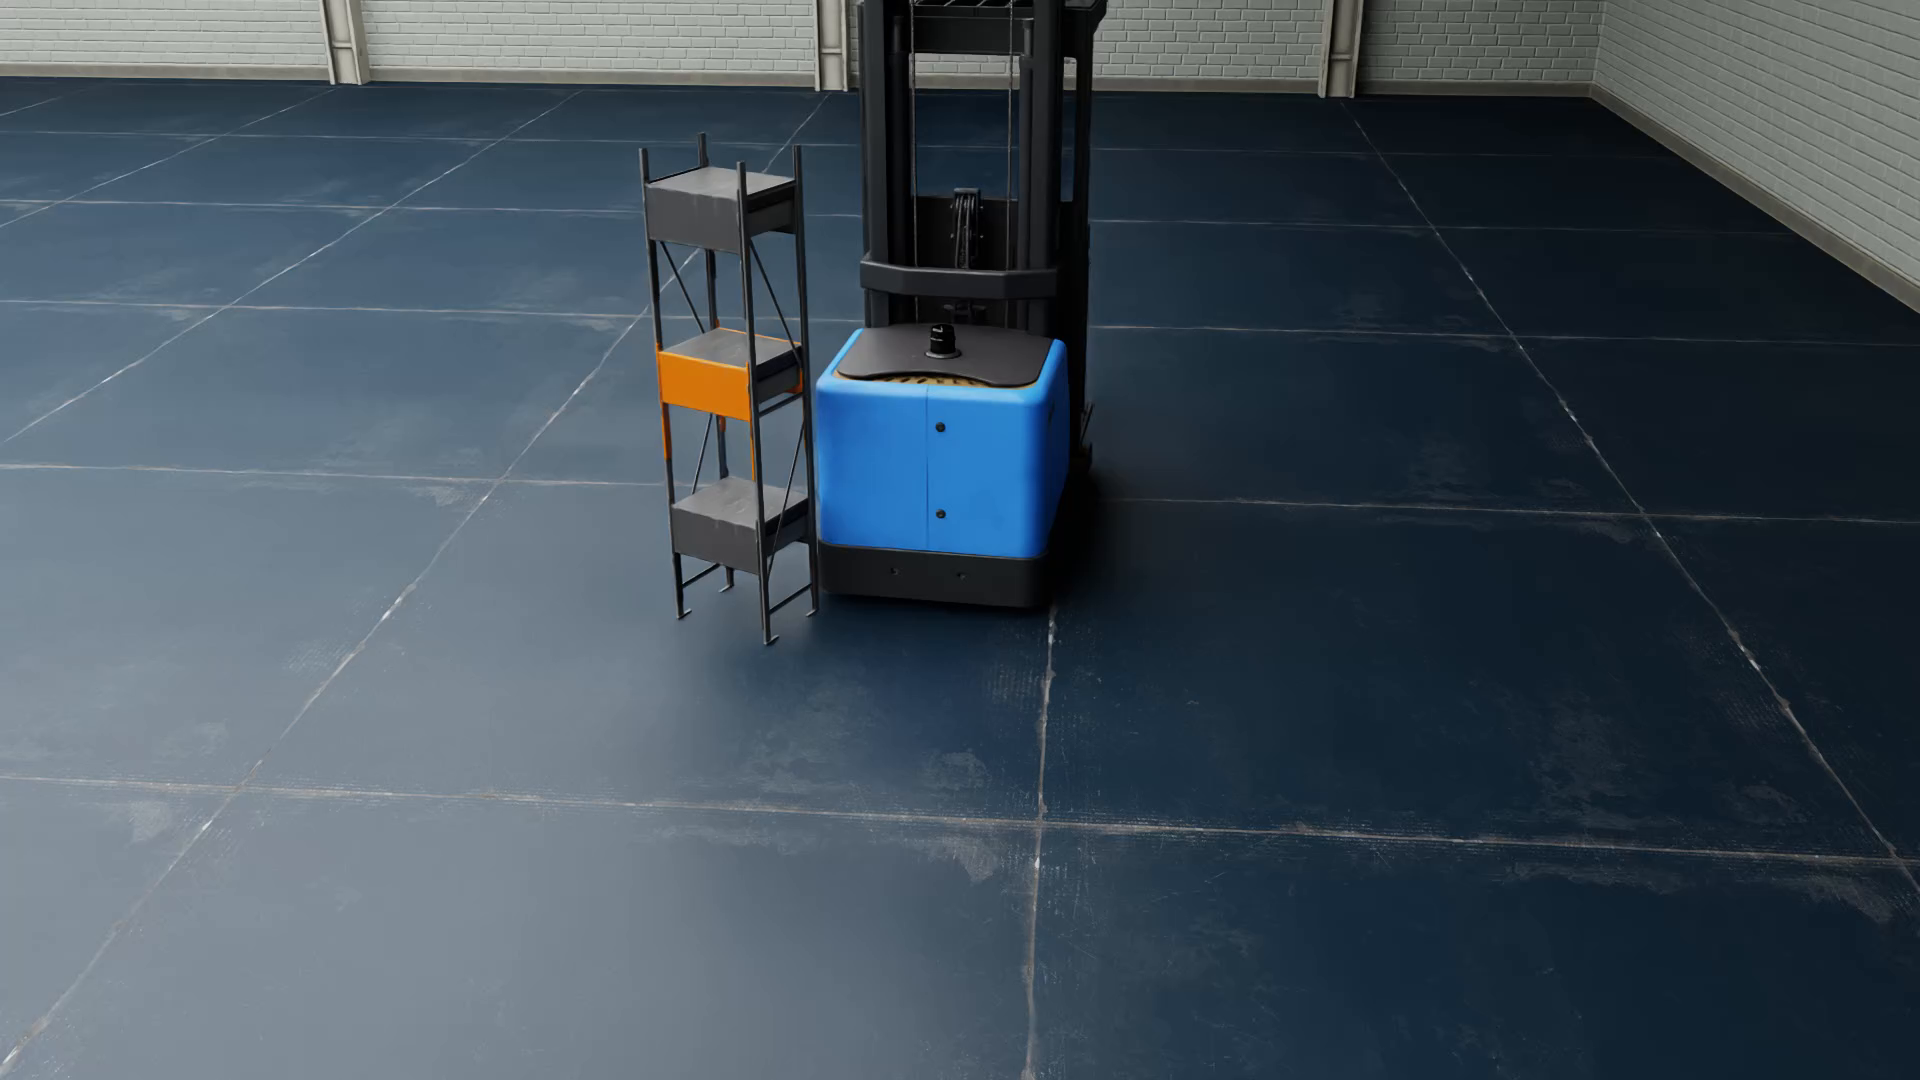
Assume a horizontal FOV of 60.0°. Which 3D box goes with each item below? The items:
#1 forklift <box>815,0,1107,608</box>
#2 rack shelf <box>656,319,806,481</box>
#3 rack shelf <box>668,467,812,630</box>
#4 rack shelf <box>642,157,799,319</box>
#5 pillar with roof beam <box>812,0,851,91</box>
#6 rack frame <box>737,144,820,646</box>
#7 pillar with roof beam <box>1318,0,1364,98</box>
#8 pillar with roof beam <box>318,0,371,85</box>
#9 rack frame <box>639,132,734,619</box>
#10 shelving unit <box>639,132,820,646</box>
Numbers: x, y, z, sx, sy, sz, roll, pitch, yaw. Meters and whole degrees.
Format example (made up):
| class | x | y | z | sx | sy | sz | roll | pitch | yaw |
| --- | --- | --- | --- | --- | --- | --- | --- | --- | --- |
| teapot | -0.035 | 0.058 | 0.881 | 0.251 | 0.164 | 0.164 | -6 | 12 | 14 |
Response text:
| class | x | y | z | sx | sy | sz | roll | pitch | yaw |
| --- | --- | --- | --- | --- | --- | --- | --- | --- | --- |
| forklift | 0.112 | -1.617 | 8.258 | 1.130 | 2.935 | 3.031 | 4 | 25 | 9 |
| rack shelf | -0.956 | -0.605 | 7.085 | 0.480 | 0.518 | 0.431 | 14 | 28 | 28 |
| rack shelf | -0.956 | 0.031 | 7.378 | 0.480 | 0.518 | 0.431 | 14 | 28 | 28 |
| rack shelf | -0.957 | -1.240 | 6.791 | 0.480 | 0.518 | 0.431 | 14 | 28 | 28 |
| pillar with roof beam | -1.861 | -7.750 | 14.327 | 0.400 | 9.000 | 9.100 | 2 | 25 | 4 |
| rack frame | -0.747 | -0.565 | 6.965 | 0.015 | 2.100 | 0.400 | 14 | 28 | 28 |
| pillar with roof beam | 4.122 | -7.558 | 13.909 | 0.400 | 9.000 | 9.100 | 2 | 25 | 4 |
| pillar with roof beam | -7.843 | -7.942 | 14.744 | 0.400 | 9.000 | 9.100 | 2 | 25 | 4 |
| rack frame | -1.166 | -0.669 | 7.193 | 0.015 | 2.100 | 0.400 | 14 | 28 | 28 |
| shelving unit | -0.956 | -0.617 | 7.079 | 0.503 | 2.100 | 0.431 | 14 | 28 | 28 |
